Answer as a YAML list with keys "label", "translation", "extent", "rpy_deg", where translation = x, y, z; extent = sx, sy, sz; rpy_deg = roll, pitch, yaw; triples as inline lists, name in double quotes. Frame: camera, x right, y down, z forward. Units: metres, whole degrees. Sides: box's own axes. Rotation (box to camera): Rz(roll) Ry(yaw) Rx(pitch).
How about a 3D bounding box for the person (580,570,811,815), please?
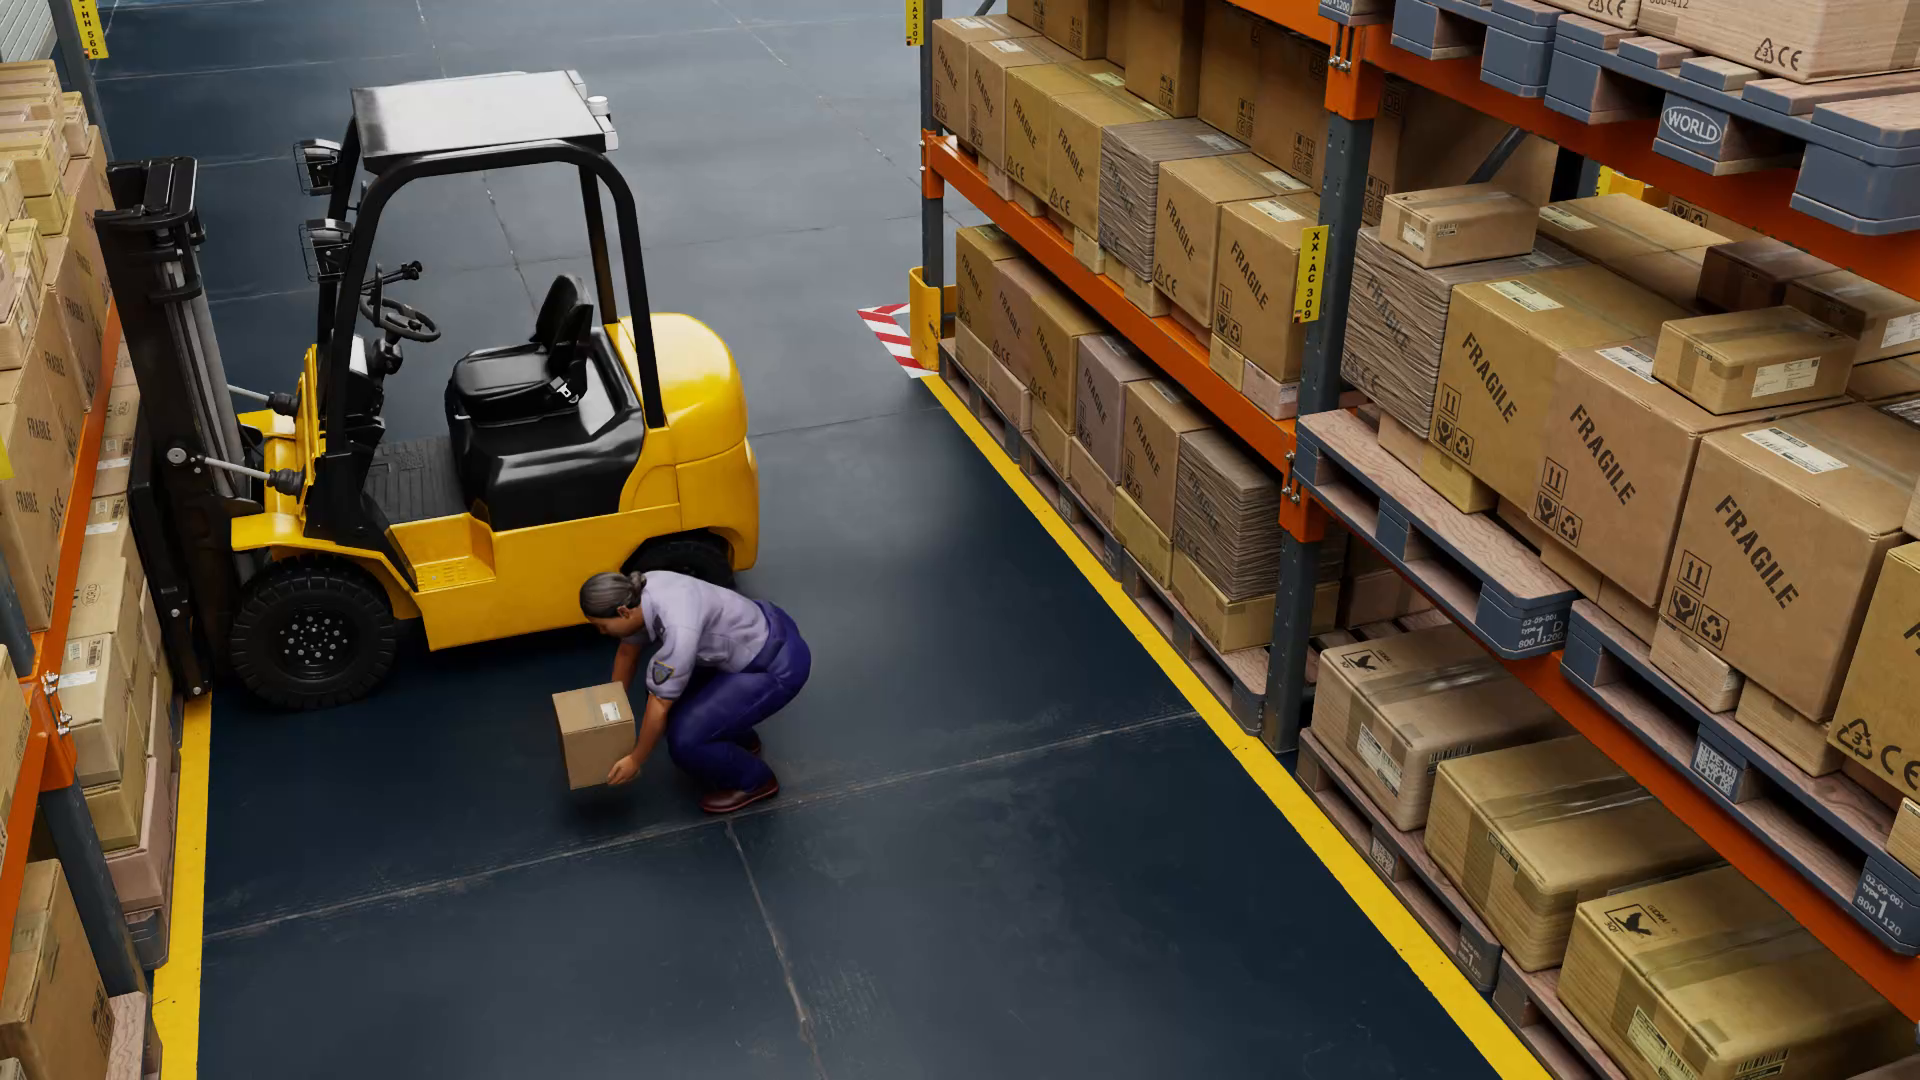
- label: "person"
  translation: [-0.966, 0.491, 5.935]
  extent: [0.736, 1.013, 0.529]
  rpy_deg: [-11, 32, -18]
